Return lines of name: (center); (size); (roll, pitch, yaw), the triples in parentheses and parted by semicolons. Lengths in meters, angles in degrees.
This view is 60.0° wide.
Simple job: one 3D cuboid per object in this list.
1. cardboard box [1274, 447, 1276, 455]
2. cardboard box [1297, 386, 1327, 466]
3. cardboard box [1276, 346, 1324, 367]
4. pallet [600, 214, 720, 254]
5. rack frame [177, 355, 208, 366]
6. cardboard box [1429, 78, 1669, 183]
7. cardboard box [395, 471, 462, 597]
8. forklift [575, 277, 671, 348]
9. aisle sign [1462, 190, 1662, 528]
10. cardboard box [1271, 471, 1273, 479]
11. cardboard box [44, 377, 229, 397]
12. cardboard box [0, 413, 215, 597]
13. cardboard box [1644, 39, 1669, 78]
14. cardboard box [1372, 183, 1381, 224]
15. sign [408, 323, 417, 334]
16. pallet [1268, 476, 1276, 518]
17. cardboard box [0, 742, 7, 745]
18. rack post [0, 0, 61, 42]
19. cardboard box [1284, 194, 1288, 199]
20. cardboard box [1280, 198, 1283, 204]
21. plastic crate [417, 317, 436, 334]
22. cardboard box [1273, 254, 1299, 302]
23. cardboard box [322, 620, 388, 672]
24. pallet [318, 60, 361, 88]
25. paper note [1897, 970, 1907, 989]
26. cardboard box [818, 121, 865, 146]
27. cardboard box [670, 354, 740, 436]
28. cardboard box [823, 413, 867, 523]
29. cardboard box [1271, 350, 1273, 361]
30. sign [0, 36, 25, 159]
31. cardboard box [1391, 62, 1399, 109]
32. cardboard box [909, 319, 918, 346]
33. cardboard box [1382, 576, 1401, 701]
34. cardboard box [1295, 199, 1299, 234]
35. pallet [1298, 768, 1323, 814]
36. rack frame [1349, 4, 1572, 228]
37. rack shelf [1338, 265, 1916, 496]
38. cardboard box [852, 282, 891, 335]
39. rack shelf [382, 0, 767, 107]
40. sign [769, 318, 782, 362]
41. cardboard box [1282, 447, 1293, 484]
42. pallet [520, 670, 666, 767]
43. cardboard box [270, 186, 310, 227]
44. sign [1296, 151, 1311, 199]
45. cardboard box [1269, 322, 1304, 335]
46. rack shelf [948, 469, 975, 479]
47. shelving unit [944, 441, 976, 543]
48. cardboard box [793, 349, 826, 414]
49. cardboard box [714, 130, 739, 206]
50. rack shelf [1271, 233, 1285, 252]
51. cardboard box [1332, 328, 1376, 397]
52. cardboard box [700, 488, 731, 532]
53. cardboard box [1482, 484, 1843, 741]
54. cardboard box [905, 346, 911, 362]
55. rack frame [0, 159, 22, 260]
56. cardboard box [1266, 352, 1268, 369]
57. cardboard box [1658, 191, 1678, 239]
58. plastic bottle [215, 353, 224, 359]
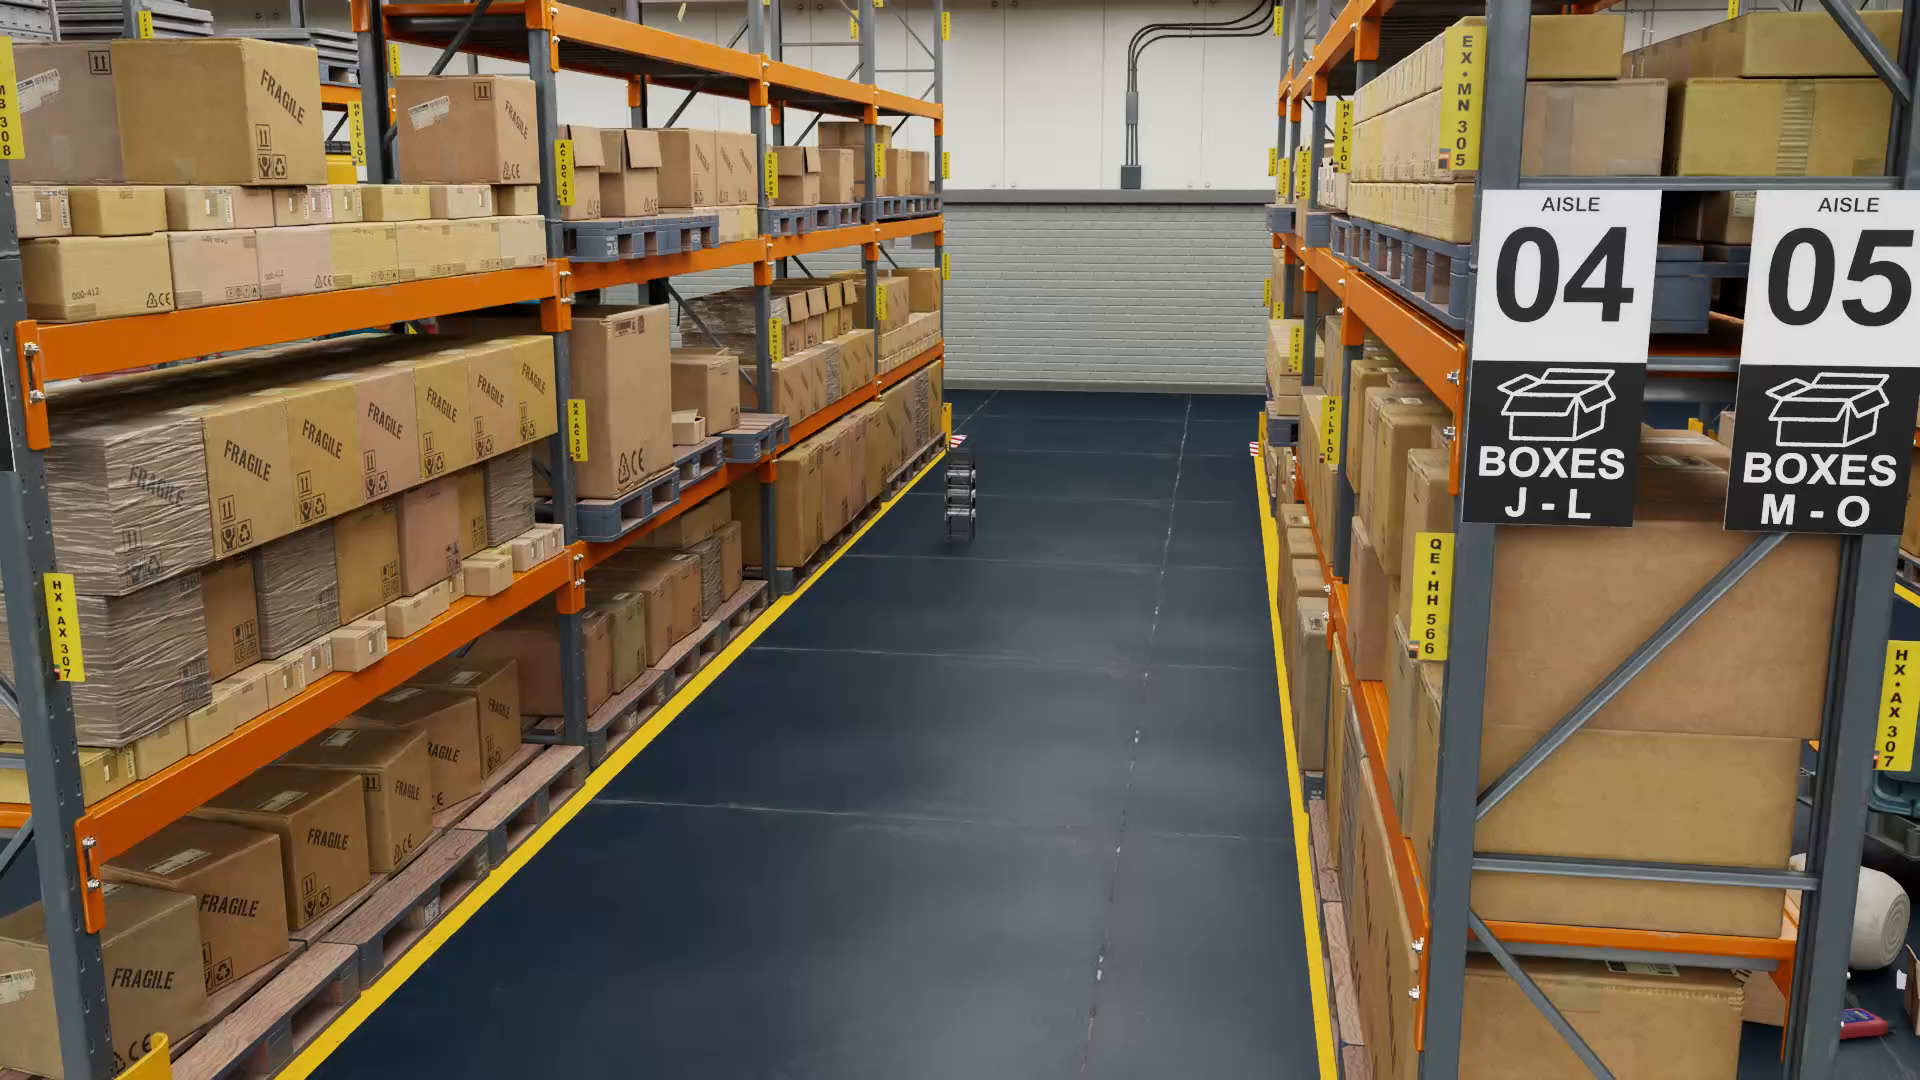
cardboard box: (3.391, -0.945, 16.873); (0.380, 0.149, 0.250); (2, 12, 8)
cardboard box: (2.611, -0.785, 11.535); (0.500, 0.500, 0.500); (2, 12, 9)
cardboard box: (2.650, -1.418, 12.896); (0.380, 0.149, 0.250); (2, 12, 10)
pallet: (-2.197, -1.885, 10.204); (1.213, 0.211, 1.003); (2, 12, 9)
rack frame: (-10.496, -2.990, 22.002); (1.000, 3.000, 0.127); (2, 12, 9)
cardboard box: (1.516, -1.059, 4.339); (0.500, 0.250, 0.500); (2, 12, 9)
cardboard box: (-2.773, -0.062, 7.475); (0.875, 0.500, 0.500); (2, 12, 9)
forklift: (-3.407, -1.642, 15.910); (1.130, 2.935, 3.031); (2, 12, 11)
aisle sign: (1.409, -0.421, 3.914); (0.394, 0.787, 0.004); (2, 12, 9)
cardboard box: (3.385, -0.666, 16.992); (0.380, 0.149, 0.250); (1, 12, 7)
cardboard box: (-3.178, -0.351, 6.442); (0.500, 0.500, 0.500); (2, 12, 9)
cardboard box: (-2.815, -0.126, 5.397); (0.500, 0.500, 0.500); (2, 12, 9)
cardboard box: (2.201, -1.360, 4.790); (0.380, 0.149, 0.250); (2, 12, 9)
cardboard box: (1.746, -1.256, 6.199); (0.380, 0.149, 0.250); (2, 12, 9)
sign: (-5.674, -2.113, 17.276); (0.100, 0.325, 0.005); (2, 12, 9)
pallet: (3.630, -0.431, 16.750); (1.003, 0.211, 1.213); (2, 12, 9)
cardboard box: (-3.329, 0.720, 5.387); (0.380, 0.149, 0.250); (2, 12, 9)
rack post: (-7.230, -3.773, 10.925); (1.013, 1.000, 3.121); (2, 12, 9)
cardboard box: (3.382, -3.395, 15.933); (0.500, 0.250, 0.500); (1, 12, 6)
cardboard box: (3.537, -3.367, 16.988); (0.500, 0.250, 0.500); (2, 12, 8)
plastic crate: (-5.832, -2.234, 18.202); (0.402, 0.464, 0.583); (2, 12, 9)
cardboard box: (3.598, -2.765, 17.645); (0.500, 0.500, 0.500); (1, 12, 7)
cardboard box: (-2.563, 0.425, 6.755); (0.380, 0.149, 0.250); (2, 12, 9)
pallet: (-6.314, -4.467, 16.016); (1.003, 0.211, 1.213); (2, 12, 9)
paper note: (3.931, 1.809, 6.801); (0.172, 0.023, 0.155); (7, 14, 28)
cardboard box: (-1.172, -4.167, 17.093); (0.500, 0.250, 0.500); (1, 12, 5)
cardboard box: (-1.969, -1.024, 11.645); (0.700, 0.500, 0.500); (4, 13, 17)
cardboard box: (-1.539, -0.682, 15.341); (1.225, 0.875, 0.875); (1, 12, 7)
cardboard box: (2.850, -1.541, 14.174); (0.380, 0.149, 0.250); (2, 12, 8)
sign: (-2.633, -1.213, 4.565); (0.100, 0.325, 0.005); (2, 12, 9)
cardboard box: (1.668, -1.542, 5.632); (0.380, 0.149, 0.250); (2, 12, 9)
cardboard box: (-0.753, -2.310, 18.500); (0.500, 0.250, 0.500); (2, 12, 9)
cardboard box: (2.043, 0.353, 6.135); (0.875, 0.550, 0.500); (2, 12, 9)
cardboard box: (2.929, -2.672, 13.169); (0.500, 0.500, 0.500); (2, 12, 9)
pallet: (2.376, 1.212, 9.125); (1.003, 0.211, 1.213); (2, 12, 9)
rack frame: (2.332, -2.921, 7.443); (1.000, 3.000, 0.127); (2, 12, 9)
rack shelf: (2.024, -0.686, 5.903); (1.077, 0.370, 4.000); (2, 12, 9)
cardboard box: (-0.997, -2.365, 16.975); (0.500, 0.500, 0.500); (2, 12, 9)
rack shelf: (-2.246, -2.972, 10.336); (1.077, 0.370, 4.000); (2, 12, 9)
sign: (-1.401, -1.514, 12.596); (0.100, 0.325, 0.005); (2, 12, 9)
cardboard box: (3.025, -0.641, 14.261); (0.500, 0.250, 0.500); (2, 12, 11)
pallet: (-2.435, 1.031, 9.964); (1.003, 0.211, 1.213); (2, 12, 9)
cardboard box: (-2.664, -1.245, 6.195); (0.380, 0.149, 0.250); (1, 12, 6)
sign: (2.411, -2.558, 11.652); (0.100, 0.325, 0.005); (2, 12, 9)
cardboard box: (3.010, -1.901, 15.140); (0.380, 0.149, 0.250); (2, 12, 10)
rack shelf: (0.001, -0.585, 15.132); (0.258, 0.077, 0.200); (2, 12, 9)
shelving unit: (0.001, -0.442, 15.163); (0.258, 0.900, 0.210); (2, 12, 9)
cardboard box: (-1.442, -1.358, 14.194); (0.500, 0.500, 0.500); (2, 12, 8)
cardboard box: (-1.833, -2.548, 11.407); (0.500, 0.500, 0.500); (2, 12, 9)
rack shelf: (3.870, -3.184, 17.494); (1.077, 0.370, 4.000); (2, 12, 9)
cardboard box: (2.715, -1.053, 10.406); (0.700, 0.500, 0.500); (2, 12, 8)
cardboard box: (-2.012, -0.222, 12.268); (0.500, 0.250, 0.500); (2, 12, 11)
cardboard box: (1.812, 0.167, 4.434); (0.875, 0.550, 0.550); (2, 12, 9)
cardboard box: (-0.750, -2.033, 18.160); (0.380, 0.149, 0.250); (2, 12, 9)
rack frame: (-3.169, -2.270, 4.422); (1.000, 3.000, 0.127); (2, 12, 9)
cardboard box: (3.047, -1.669, 15.473); (0.380, 0.149, 0.250); (1, 12, 6)
cardboard box: (2.164, -0.919, 4.638); (0.380, 0.149, 0.250); (2, 12, 9)
plastic bottle: (-6.901, -1.573, 15.545); (0.144, 0.351, 0.185); (2, 12, 9)
